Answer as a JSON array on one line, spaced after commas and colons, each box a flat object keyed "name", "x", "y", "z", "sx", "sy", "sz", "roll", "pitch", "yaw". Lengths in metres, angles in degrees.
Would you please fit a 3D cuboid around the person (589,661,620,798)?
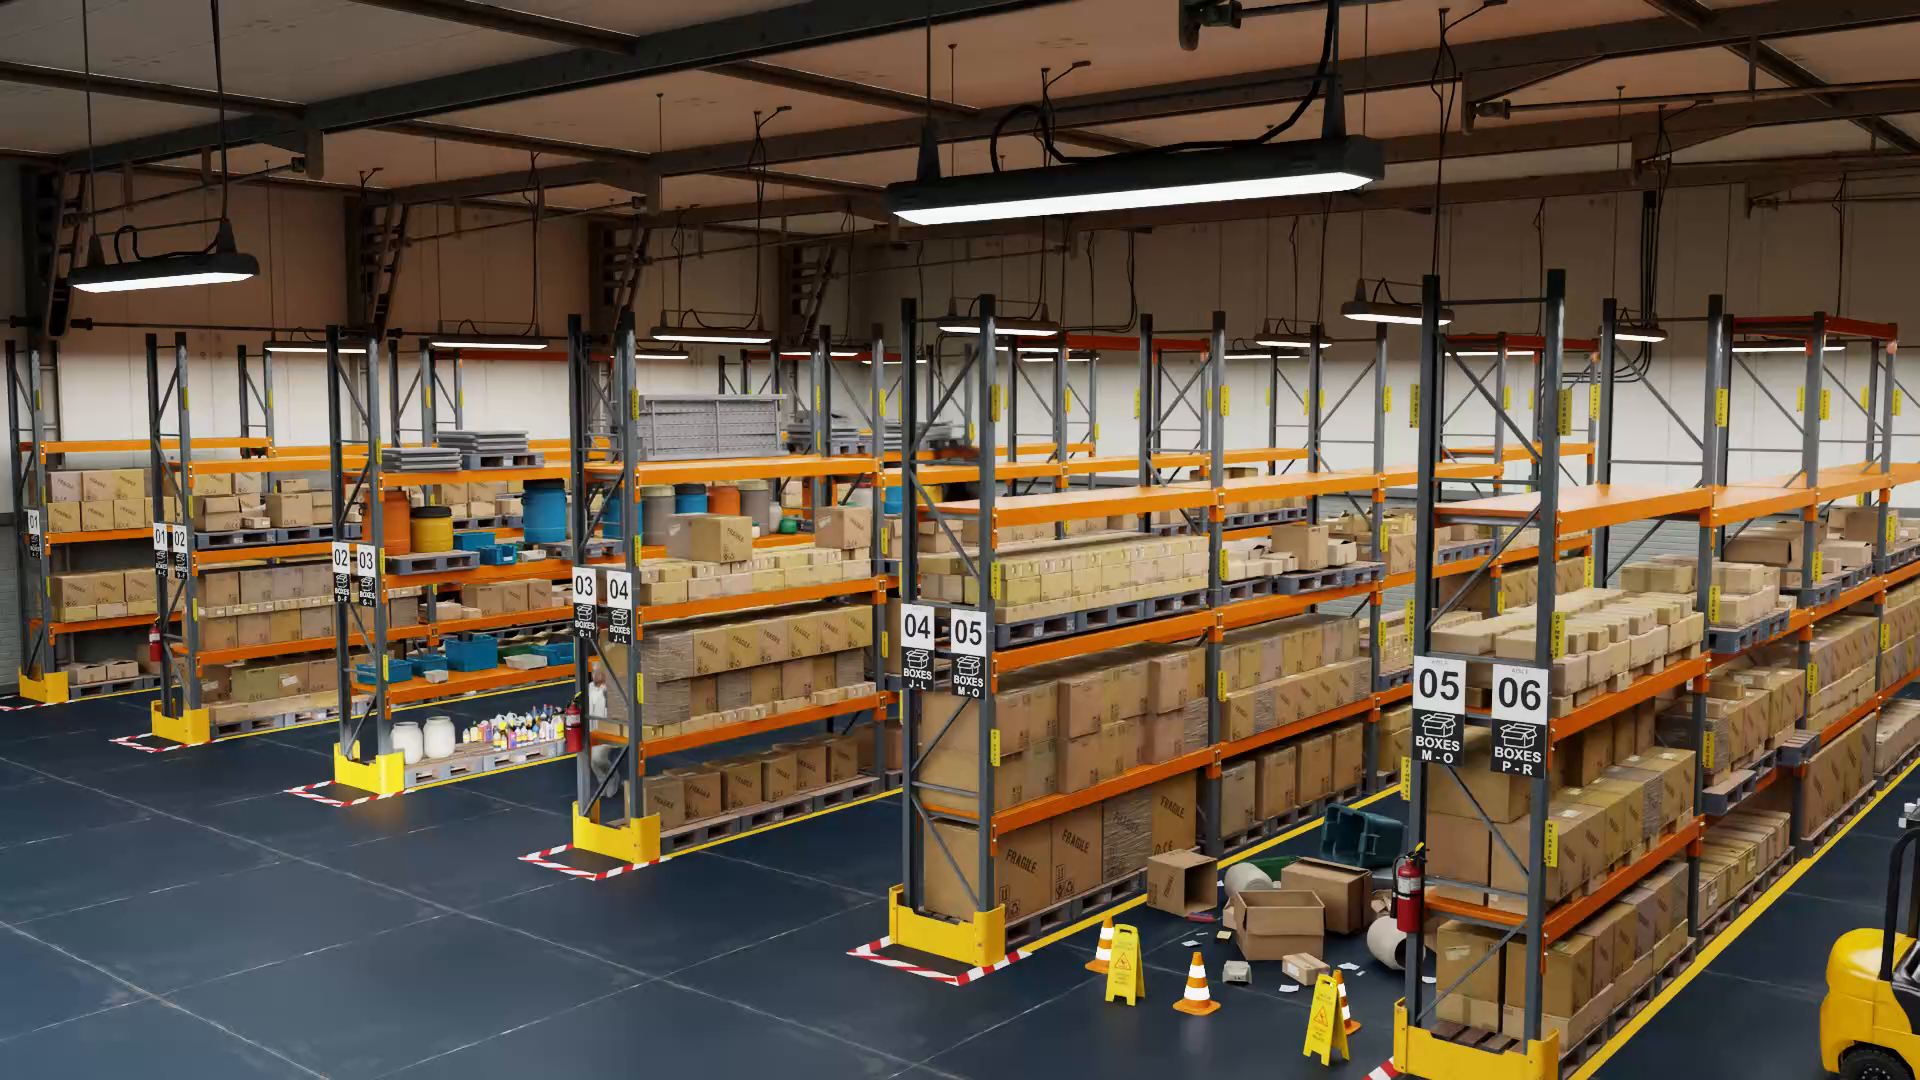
[{"name": "person", "x": -4.554, "y": 2.396, "z": 20.992, "sx": 0.646, "sy": 1.752, "sz": 0.655, "roll": 2, "pitch": 5, "yaw": 18}]
